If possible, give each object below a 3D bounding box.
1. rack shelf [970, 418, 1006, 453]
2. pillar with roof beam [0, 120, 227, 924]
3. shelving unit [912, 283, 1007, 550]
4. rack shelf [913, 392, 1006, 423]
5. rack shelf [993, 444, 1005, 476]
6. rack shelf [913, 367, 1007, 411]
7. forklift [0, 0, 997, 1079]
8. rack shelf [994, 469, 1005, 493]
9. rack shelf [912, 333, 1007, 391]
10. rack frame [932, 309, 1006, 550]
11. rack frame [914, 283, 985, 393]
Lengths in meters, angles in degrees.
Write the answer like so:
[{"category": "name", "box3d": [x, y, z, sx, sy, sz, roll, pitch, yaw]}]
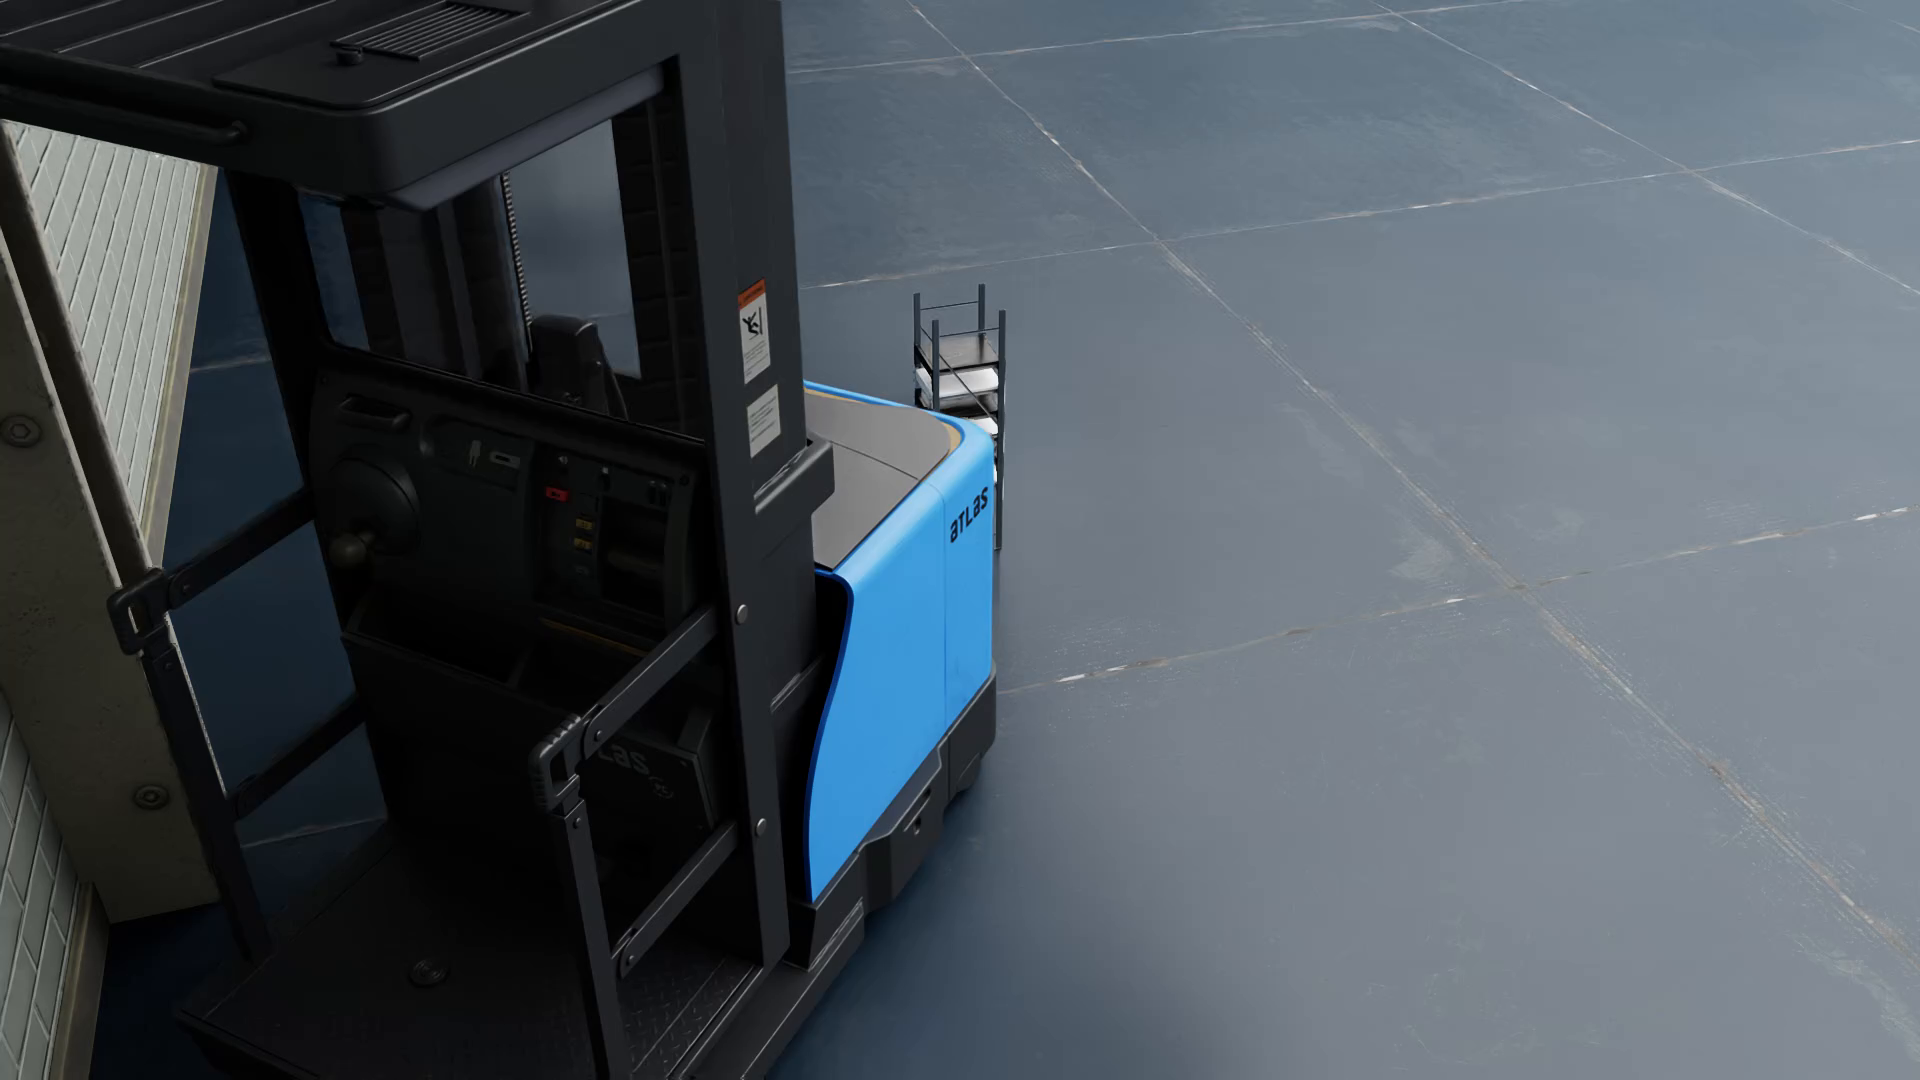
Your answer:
[{"category": "rack shelf", "box3d": [-0.002, -0.352, 5.527, 0.258, 0.077, 0.200, -10, 35, -15]}, {"category": "pillar with roof beam", "box3d": [1.973, -3.619, 3.064, 9.100, 9.000, 0.400, -10, 35, -15]}, {"category": "shelving unit", "box3d": [-0.002, -0.380, 5.508, 0.258, 0.900, 0.210, -10, 35, -15]}, {"category": "rack shelf", "box3d": [-0.002, -0.427, 5.477, 0.258, 0.077, 0.200, -10, 35, -15]}, {"category": "rack shelf", "box3d": [-0.002, -0.277, 5.576, 0.258, 0.077, 0.200, -10, 35, -15]}, {"category": "rack shelf", "box3d": [-0.002, -0.502, 5.427, 0.258, 0.077, 0.200, -10, 35, -15]}, {"category": "forklift", "box3d": [-1.006, -0.013, 3.111, 1.130, 2.935, 3.031, 15, 36, 22]}, {"category": "rack shelf", "box3d": [-0.002, -0.202, 5.626, 0.258, 0.077, 0.200, -10, 35, -15]}, {"category": "rack shelf", "box3d": [-0.002, -0.577, 5.378, 0.258, 0.077, 0.200, -10, 35, -15]}, {"category": "rack frame", "box3d": [0.029, -0.326, 5.428, 0.240, 0.900, 0.006, -10, 35, -15]}, {"category": "rack frame", "box3d": [-0.033, -0.433, 5.589, 0.240, 0.900, 0.006, -10, 35, -15]}]
